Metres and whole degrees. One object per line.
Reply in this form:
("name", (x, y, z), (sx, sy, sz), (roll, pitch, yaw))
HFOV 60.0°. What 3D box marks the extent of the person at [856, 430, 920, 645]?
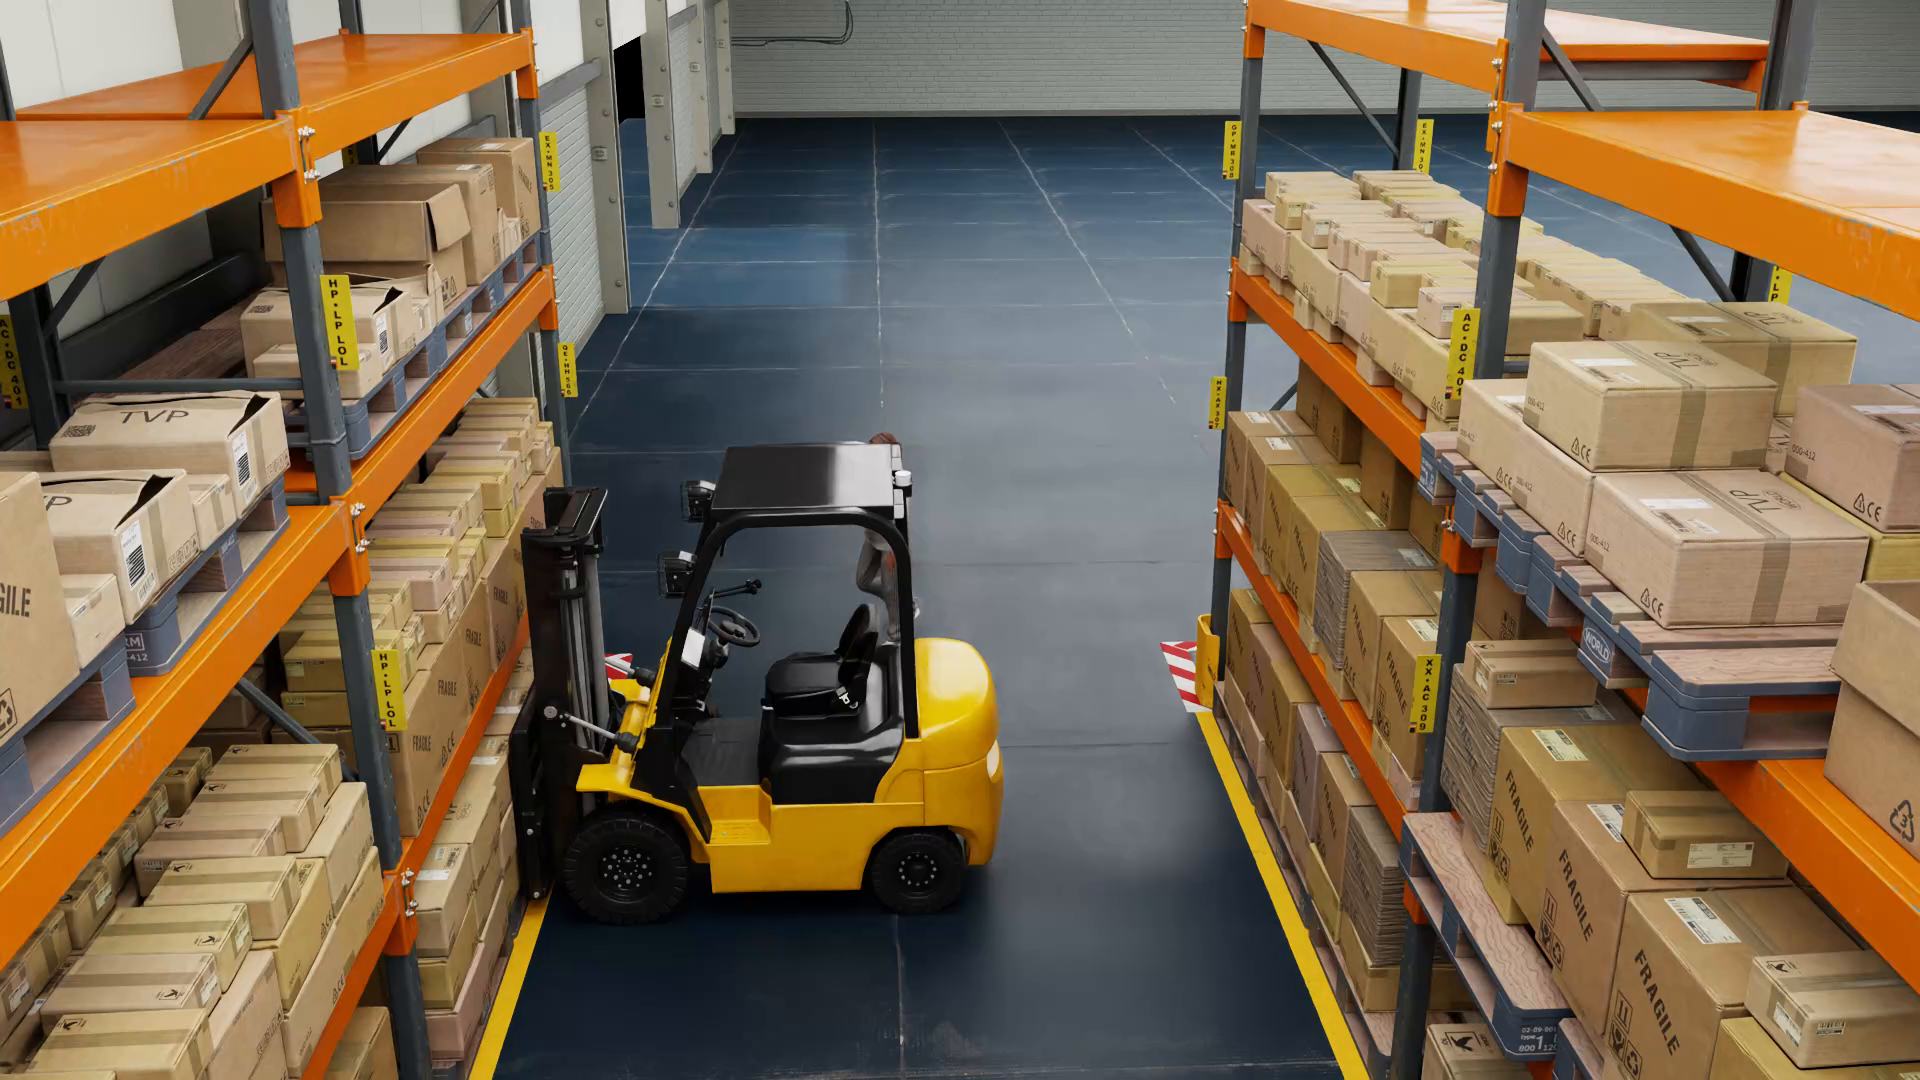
("person", (-0.437, 0.012, 11.017), (0.457, 1.594, 0.469), (-11, 23, -27))
